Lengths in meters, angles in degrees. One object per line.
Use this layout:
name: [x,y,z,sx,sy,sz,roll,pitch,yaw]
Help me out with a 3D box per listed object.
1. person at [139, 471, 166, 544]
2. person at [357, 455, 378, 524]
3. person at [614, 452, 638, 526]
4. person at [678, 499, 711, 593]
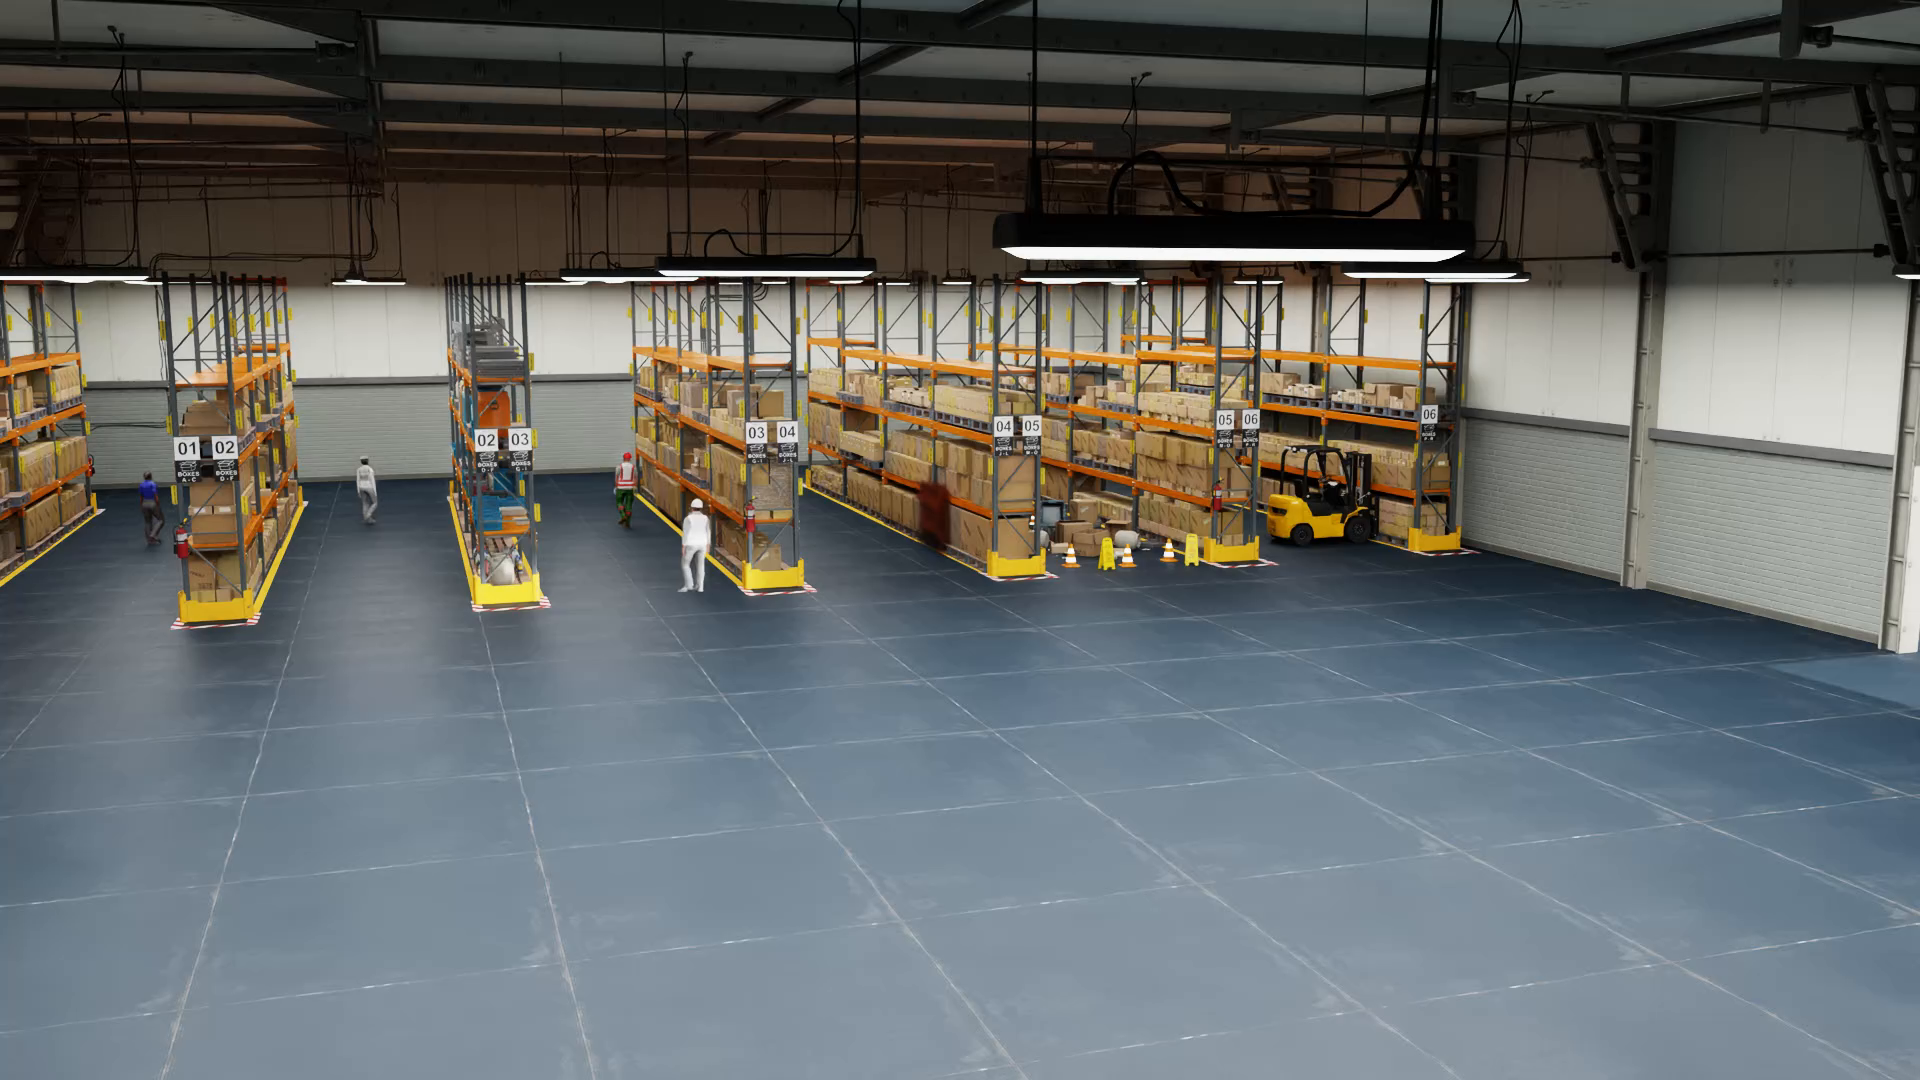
person: [-18.236,-0.731,37.433,0.492,1.658,0.460,1,9,10]
person: [-14.513,-1.219,40.618,0.514,1.677,0.467,3,9,17]
person: [-8.067,-1.226,40.204,0.582,1.783,0.517,-3,9,-17]
person: [-5.060,0.108,31.565,0.665,1.791,0.366,-5,10,-31]
